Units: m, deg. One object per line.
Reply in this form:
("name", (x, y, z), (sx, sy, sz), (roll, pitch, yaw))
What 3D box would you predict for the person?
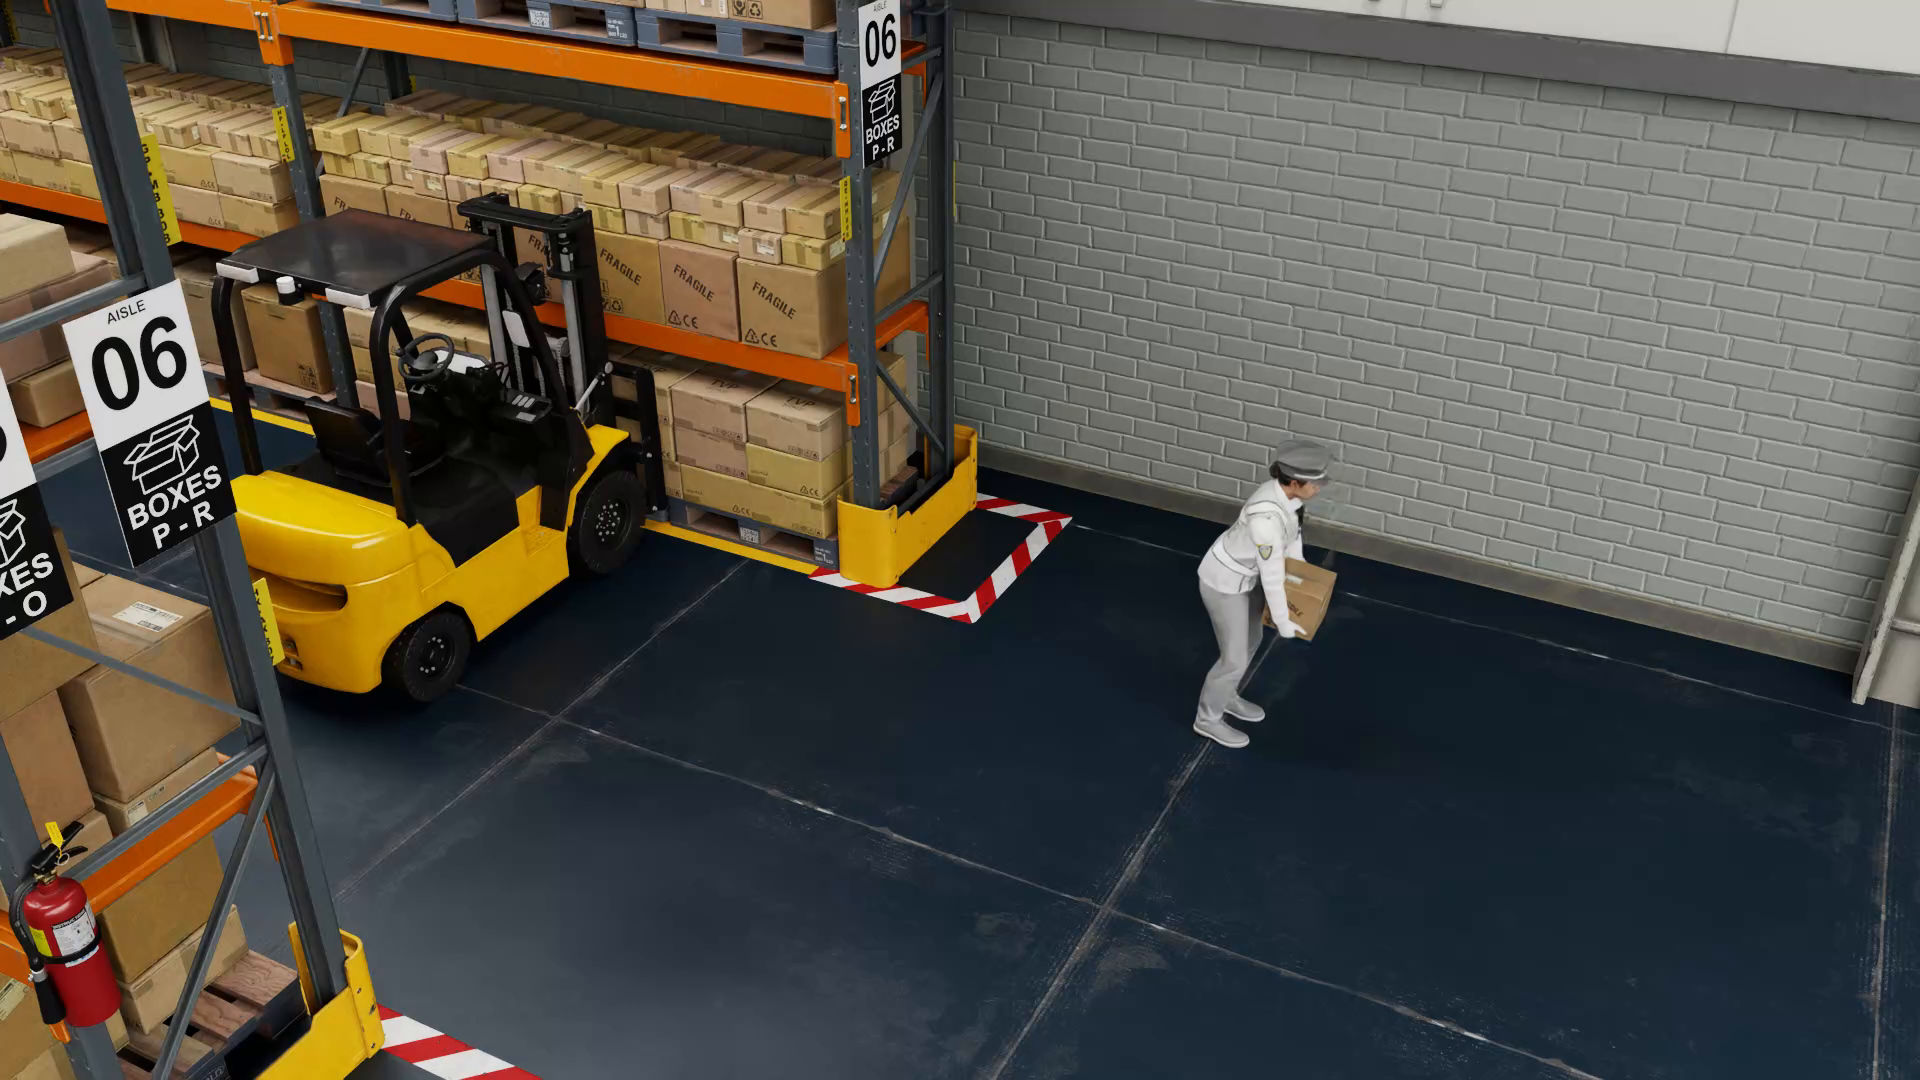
("person", (1.420, 0.249, 7.924), (0.569, 1.605, 0.409), (14, 33, 22))
